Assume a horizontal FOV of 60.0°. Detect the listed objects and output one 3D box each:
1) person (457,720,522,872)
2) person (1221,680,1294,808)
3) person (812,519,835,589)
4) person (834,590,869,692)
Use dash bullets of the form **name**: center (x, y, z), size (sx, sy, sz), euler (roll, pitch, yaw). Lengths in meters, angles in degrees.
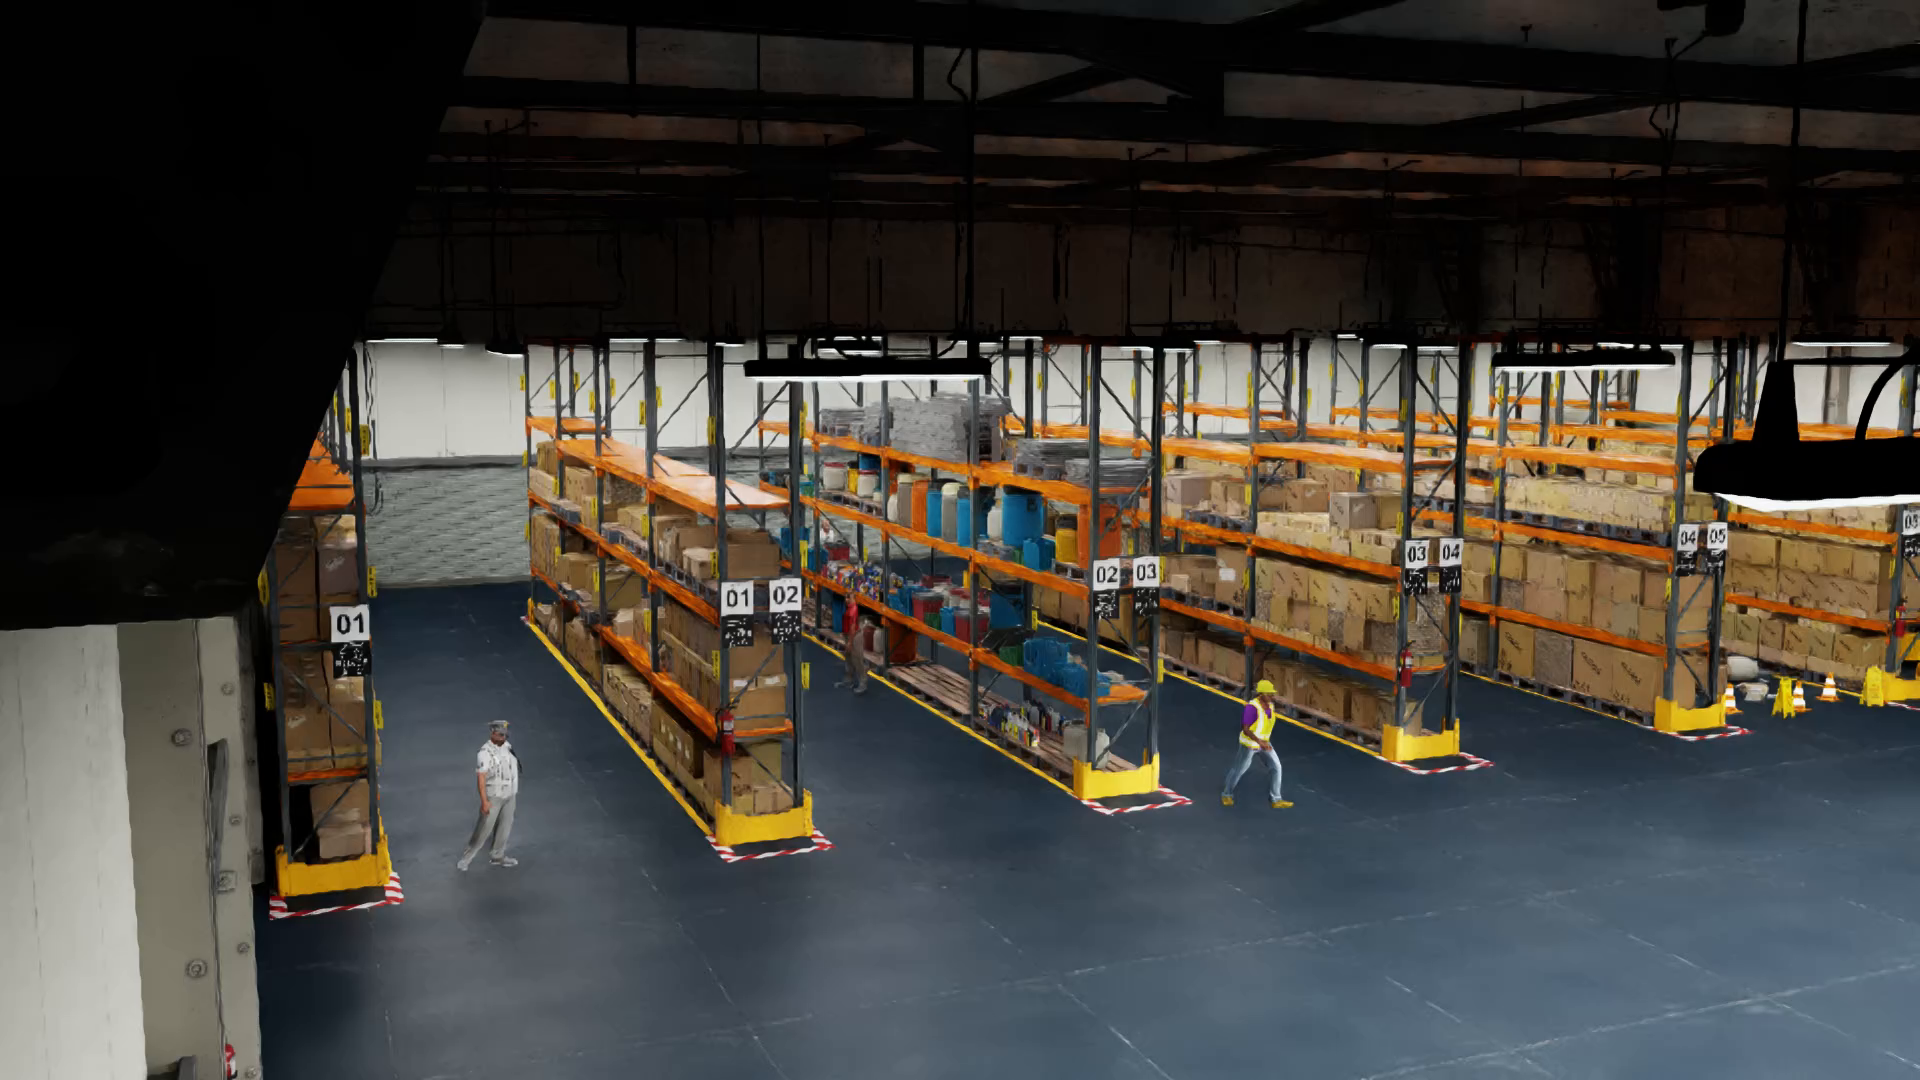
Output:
- **person**: center (-5.429, 2.940, 19.107), size (0.554, 1.742, 0.737), euler (4, 8, 26)
- **person**: center (3.821, 2.631, 21.530), size (0.700, 1.705, 0.840), euler (-6, 10, -39)
- **person**: center (-3.103, 0.368, 38.345), size (0.580, 1.715, 1.103), euler (-4, 9, -30)
- **person**: center (-1.869, 1.695, 28.381), size (0.577, 1.719, 0.672), euler (-1, 8, -8)
